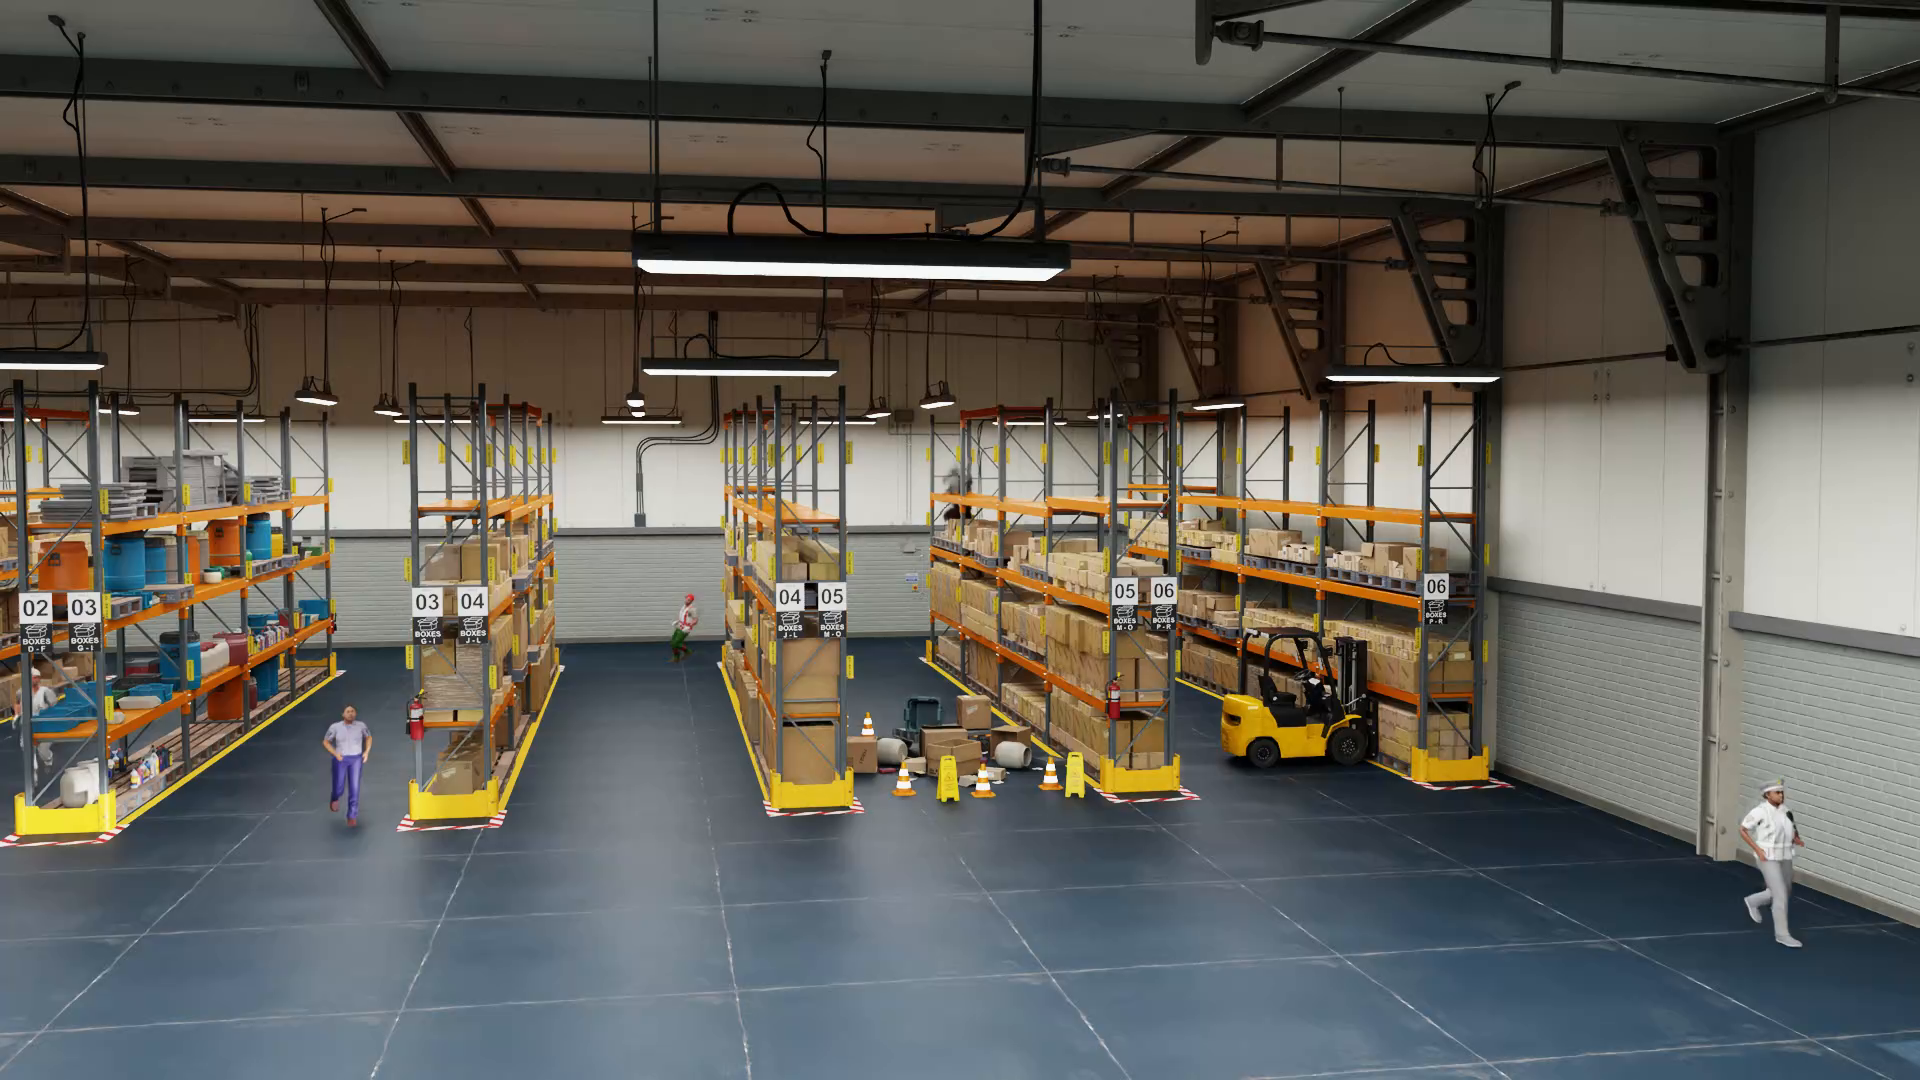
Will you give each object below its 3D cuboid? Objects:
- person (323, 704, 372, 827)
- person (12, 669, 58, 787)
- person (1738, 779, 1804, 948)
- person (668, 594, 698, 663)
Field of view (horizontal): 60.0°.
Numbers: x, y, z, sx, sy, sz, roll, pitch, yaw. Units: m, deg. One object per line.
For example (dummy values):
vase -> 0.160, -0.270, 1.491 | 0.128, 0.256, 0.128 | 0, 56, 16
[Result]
person -> -8.355, 3.067, 22.727 | 0.644, 1.635, 0.759 | -2, 3, -29
person -> -14.005, 2.825, 25.208 | 0.660, 1.769, 0.907 | -1, 3, -15
person -> 8.399, 3.287, 17.194 | 0.588, 1.670, 0.831 | -1, 3, -18
person -> -6.696, 2.136, 40.130 | 0.529, 1.684, 0.739 | -2, 3, -31
